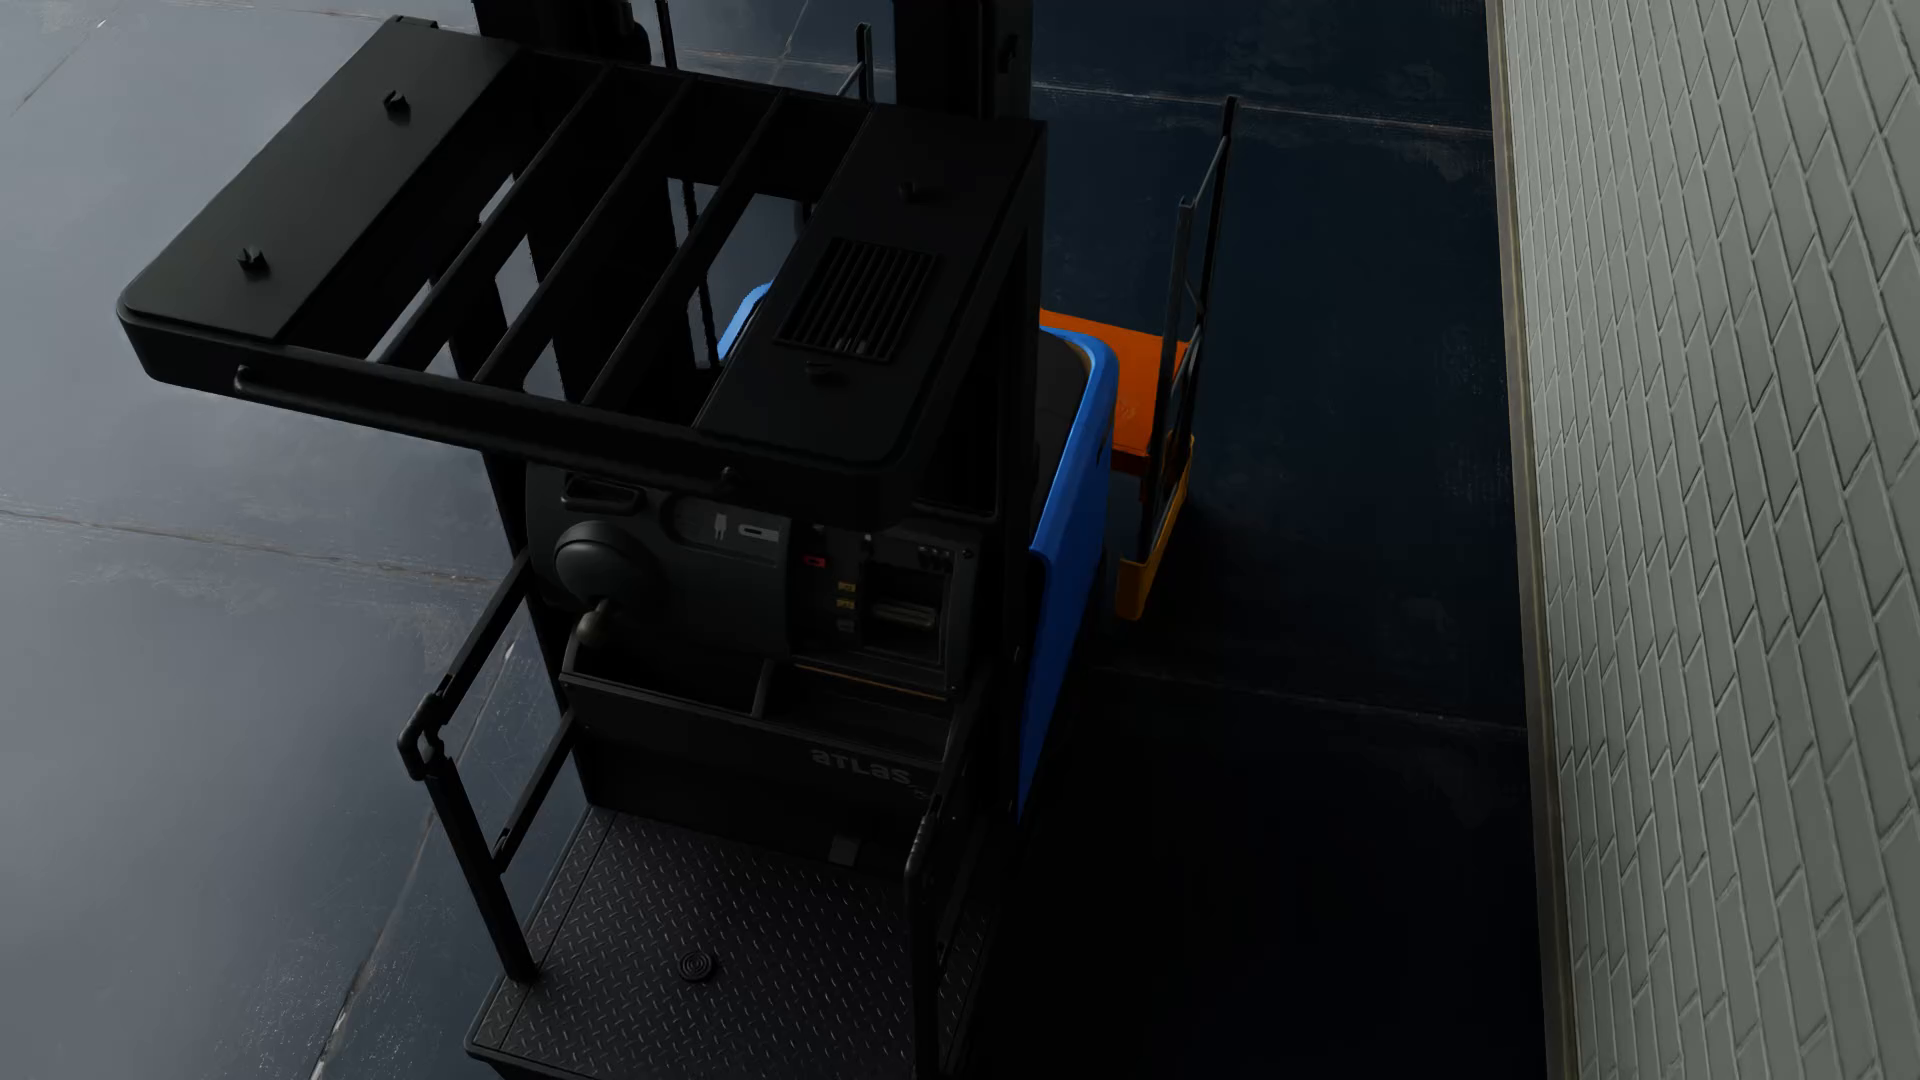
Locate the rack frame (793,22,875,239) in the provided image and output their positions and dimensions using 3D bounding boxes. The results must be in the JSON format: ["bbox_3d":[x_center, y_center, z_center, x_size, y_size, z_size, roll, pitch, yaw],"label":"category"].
[{"bbox_3d":[-0.338,-0.720,4.889,0.032,1.500,0.500,15,50,13],"label":"rack frame"}]

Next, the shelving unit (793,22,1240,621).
[{"bbox_3d":[0.132,-0.594,4.775,1.083,1.500,0.587,15,50,13],"label":"shelving unit"}]

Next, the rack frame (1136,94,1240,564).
[{"bbox_3d":[0.618,-0.463,4.658,0.032,1.500,0.500,15,50,13],"label":"rack frame"}]

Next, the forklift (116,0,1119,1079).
[{"bbox_3d":[-0.473,0.174,3.123,1.130,2.935,3.031,12,49,11],"label":"forklift"}]

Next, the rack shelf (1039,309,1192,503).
[{"bbox_3d":[0.140,-0.472,4.907,1.000,0.185,0.538,15,50,13],"label":"rack shelf"}]

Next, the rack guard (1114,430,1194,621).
[{"bbox_3d":[0.600,-0.051,5.127,0.087,0.250,0.587,15,50,13],"label":"rack guard"}]
